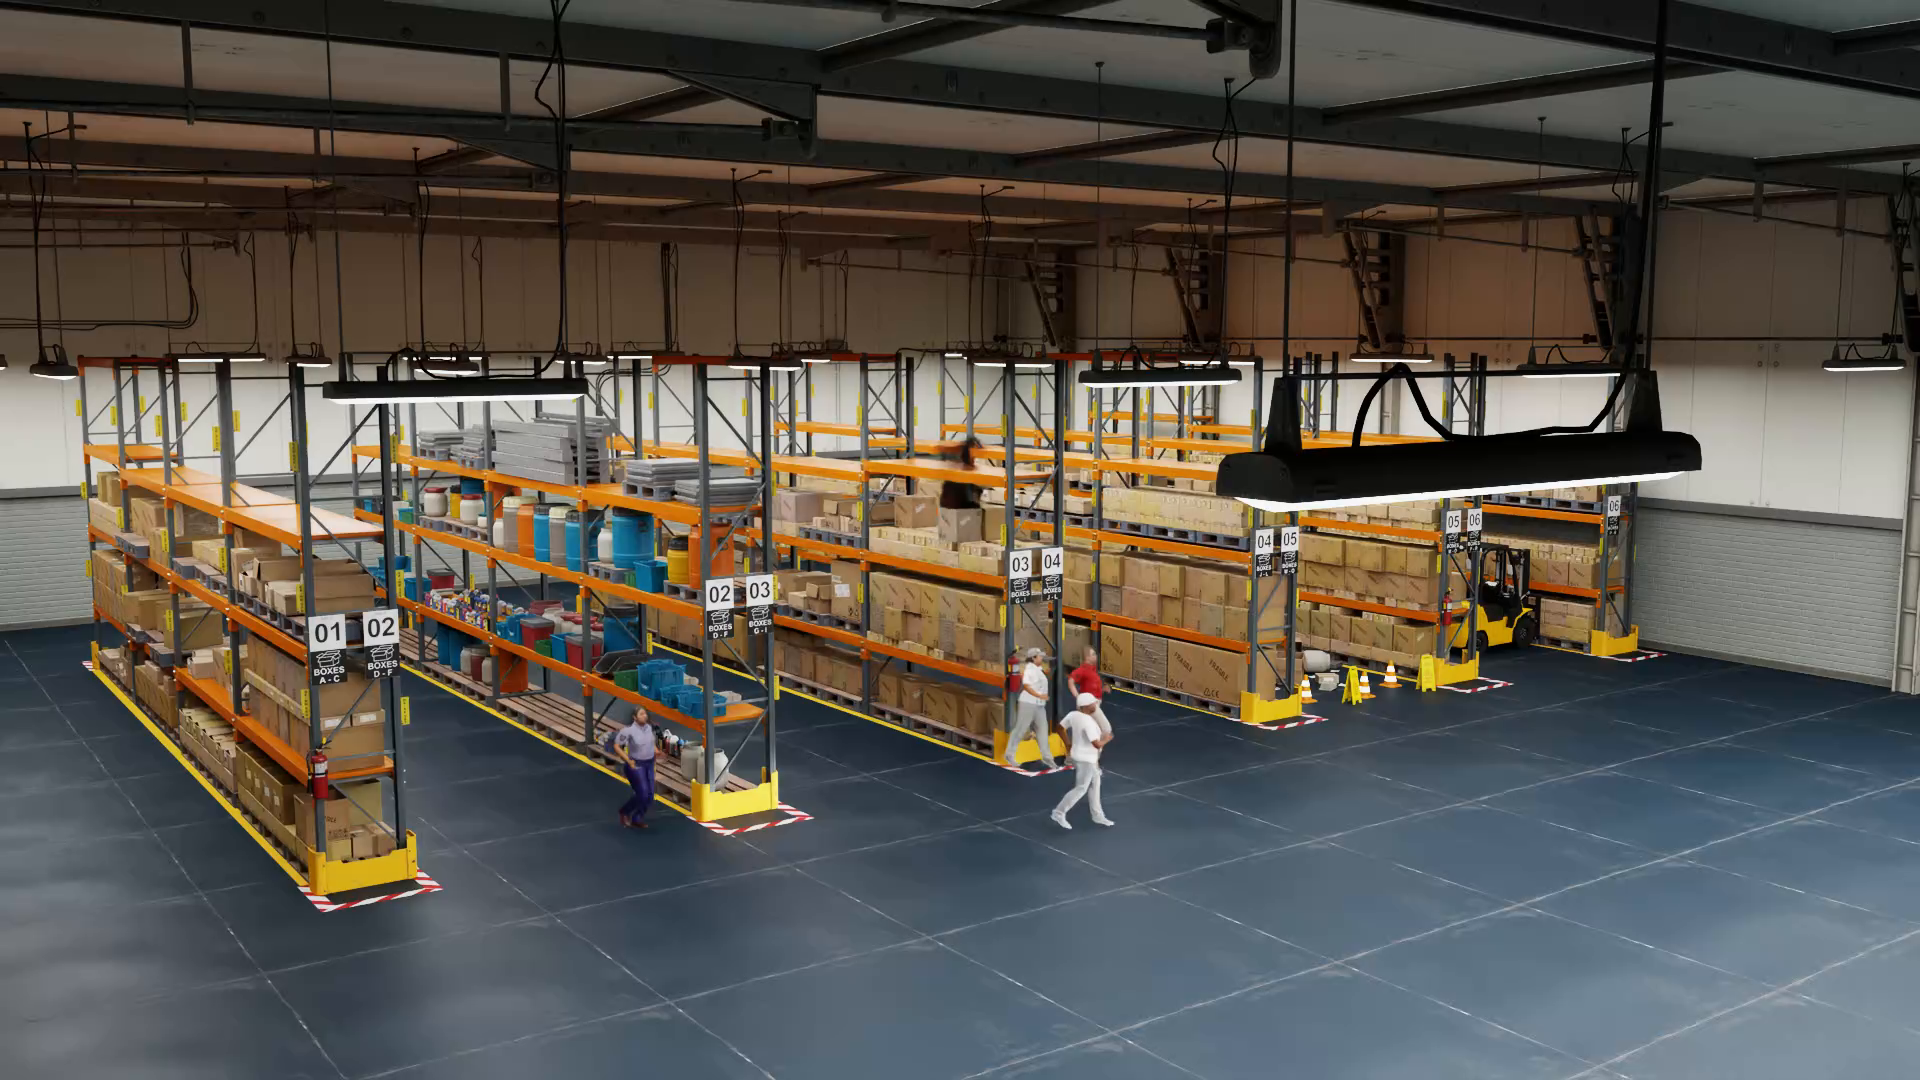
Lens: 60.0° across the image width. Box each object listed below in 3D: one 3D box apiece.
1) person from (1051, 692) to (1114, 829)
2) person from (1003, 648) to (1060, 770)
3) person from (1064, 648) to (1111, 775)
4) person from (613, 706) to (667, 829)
[{"bbox_3d":[1.589,2.845,21.379,0.903,1.794,0.721,-2,7,-14],"label":"person"},{"bbox_3d":[1.057,2.381,23.572,0.803,1.708,0.677,2,7,17],"label":"person"},{"bbox_3d":[1.810,2.397,23.544,0.662,1.752,0.660,0,7,4],"label":"person"},{"bbox_3d":[-4.095,2.943,21.469,0.542,1.600,0.602,5,8,34],"label":"person"}]
